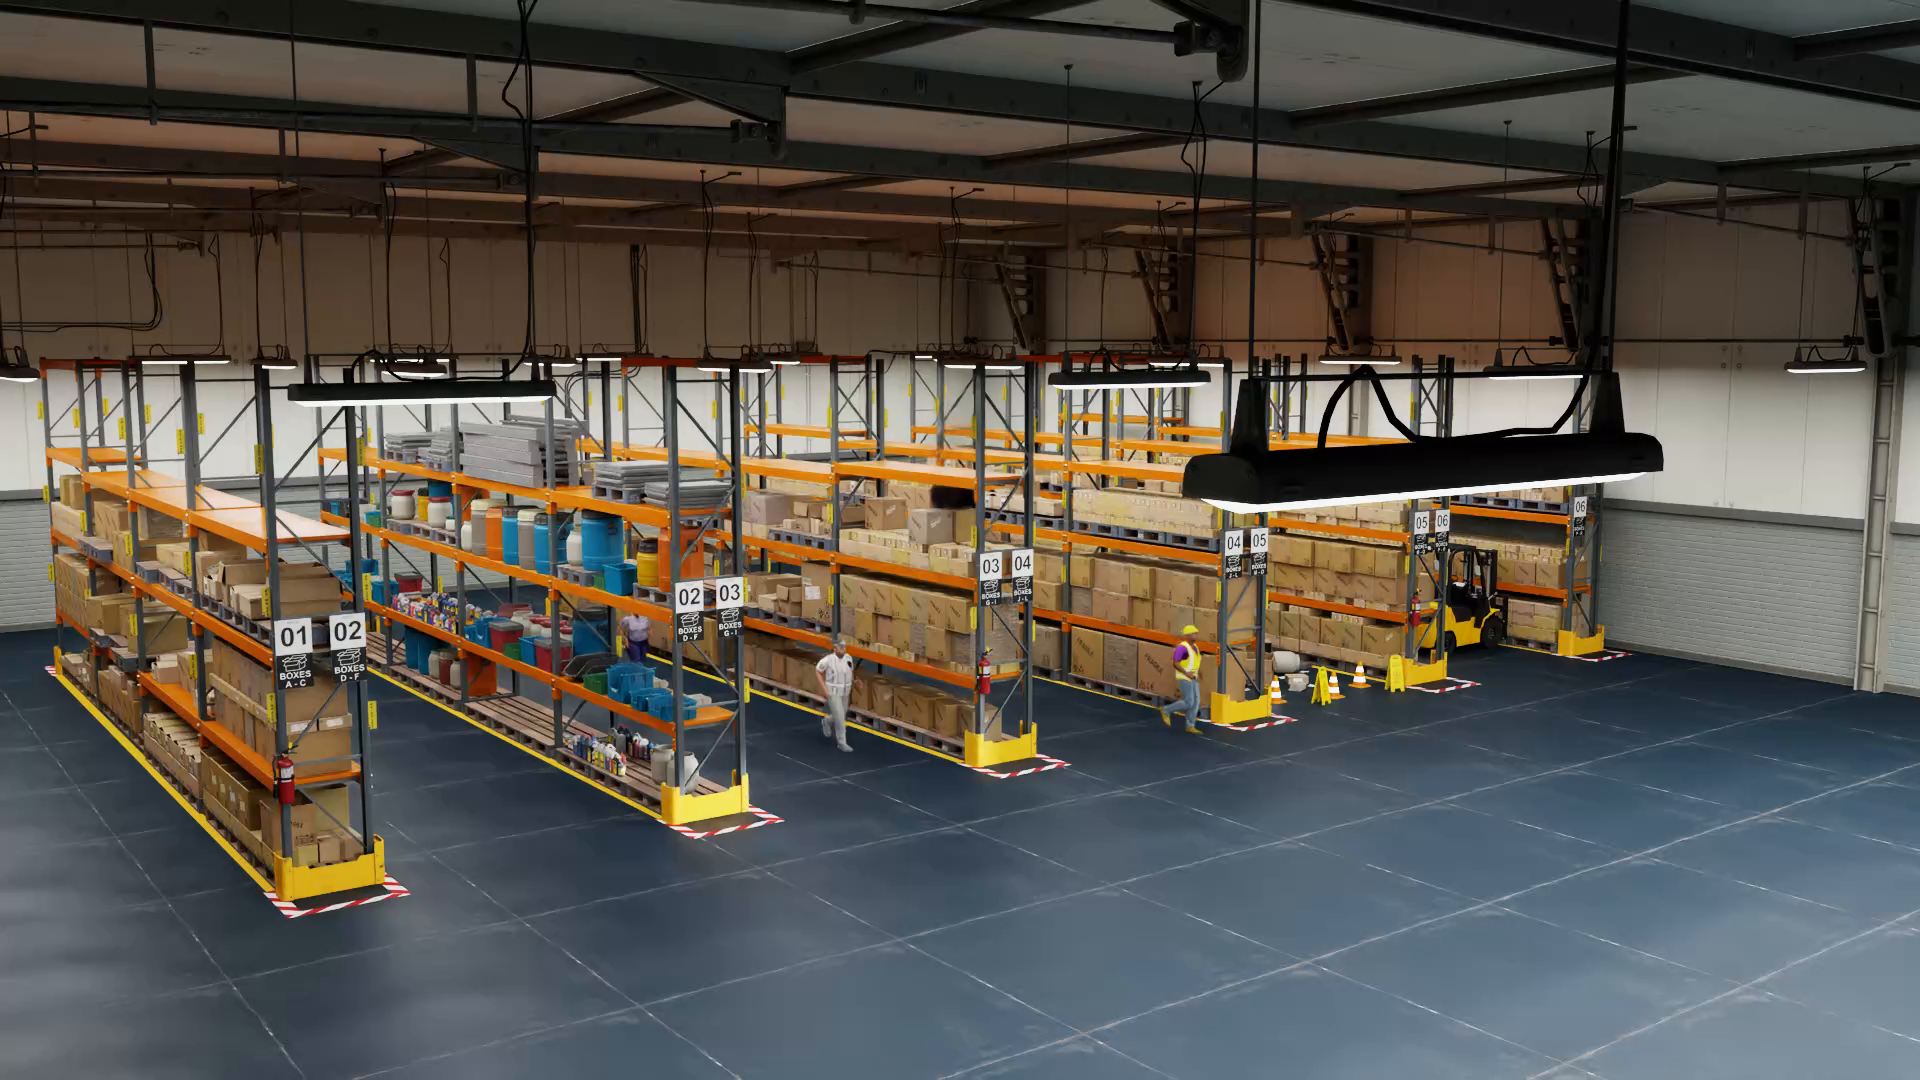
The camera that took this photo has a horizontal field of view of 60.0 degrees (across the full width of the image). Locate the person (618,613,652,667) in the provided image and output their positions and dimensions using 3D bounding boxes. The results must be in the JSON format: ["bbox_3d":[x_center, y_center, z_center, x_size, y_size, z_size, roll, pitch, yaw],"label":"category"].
[{"bbox_3d":[-5.786,1.939,29.953,0.581,1.637,0.622,-5,9,-38],"label":"person"}]

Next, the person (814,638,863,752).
[{"bbox_3d":[-1.956,2.368,25.911,0.645,1.767,0.899,-6,9,-41],"label":"person"}]

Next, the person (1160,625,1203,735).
[{"bbox_3d":[3.662,2.248,27.011,0.727,1.748,0.732,4,8,31],"label":"person"}]
